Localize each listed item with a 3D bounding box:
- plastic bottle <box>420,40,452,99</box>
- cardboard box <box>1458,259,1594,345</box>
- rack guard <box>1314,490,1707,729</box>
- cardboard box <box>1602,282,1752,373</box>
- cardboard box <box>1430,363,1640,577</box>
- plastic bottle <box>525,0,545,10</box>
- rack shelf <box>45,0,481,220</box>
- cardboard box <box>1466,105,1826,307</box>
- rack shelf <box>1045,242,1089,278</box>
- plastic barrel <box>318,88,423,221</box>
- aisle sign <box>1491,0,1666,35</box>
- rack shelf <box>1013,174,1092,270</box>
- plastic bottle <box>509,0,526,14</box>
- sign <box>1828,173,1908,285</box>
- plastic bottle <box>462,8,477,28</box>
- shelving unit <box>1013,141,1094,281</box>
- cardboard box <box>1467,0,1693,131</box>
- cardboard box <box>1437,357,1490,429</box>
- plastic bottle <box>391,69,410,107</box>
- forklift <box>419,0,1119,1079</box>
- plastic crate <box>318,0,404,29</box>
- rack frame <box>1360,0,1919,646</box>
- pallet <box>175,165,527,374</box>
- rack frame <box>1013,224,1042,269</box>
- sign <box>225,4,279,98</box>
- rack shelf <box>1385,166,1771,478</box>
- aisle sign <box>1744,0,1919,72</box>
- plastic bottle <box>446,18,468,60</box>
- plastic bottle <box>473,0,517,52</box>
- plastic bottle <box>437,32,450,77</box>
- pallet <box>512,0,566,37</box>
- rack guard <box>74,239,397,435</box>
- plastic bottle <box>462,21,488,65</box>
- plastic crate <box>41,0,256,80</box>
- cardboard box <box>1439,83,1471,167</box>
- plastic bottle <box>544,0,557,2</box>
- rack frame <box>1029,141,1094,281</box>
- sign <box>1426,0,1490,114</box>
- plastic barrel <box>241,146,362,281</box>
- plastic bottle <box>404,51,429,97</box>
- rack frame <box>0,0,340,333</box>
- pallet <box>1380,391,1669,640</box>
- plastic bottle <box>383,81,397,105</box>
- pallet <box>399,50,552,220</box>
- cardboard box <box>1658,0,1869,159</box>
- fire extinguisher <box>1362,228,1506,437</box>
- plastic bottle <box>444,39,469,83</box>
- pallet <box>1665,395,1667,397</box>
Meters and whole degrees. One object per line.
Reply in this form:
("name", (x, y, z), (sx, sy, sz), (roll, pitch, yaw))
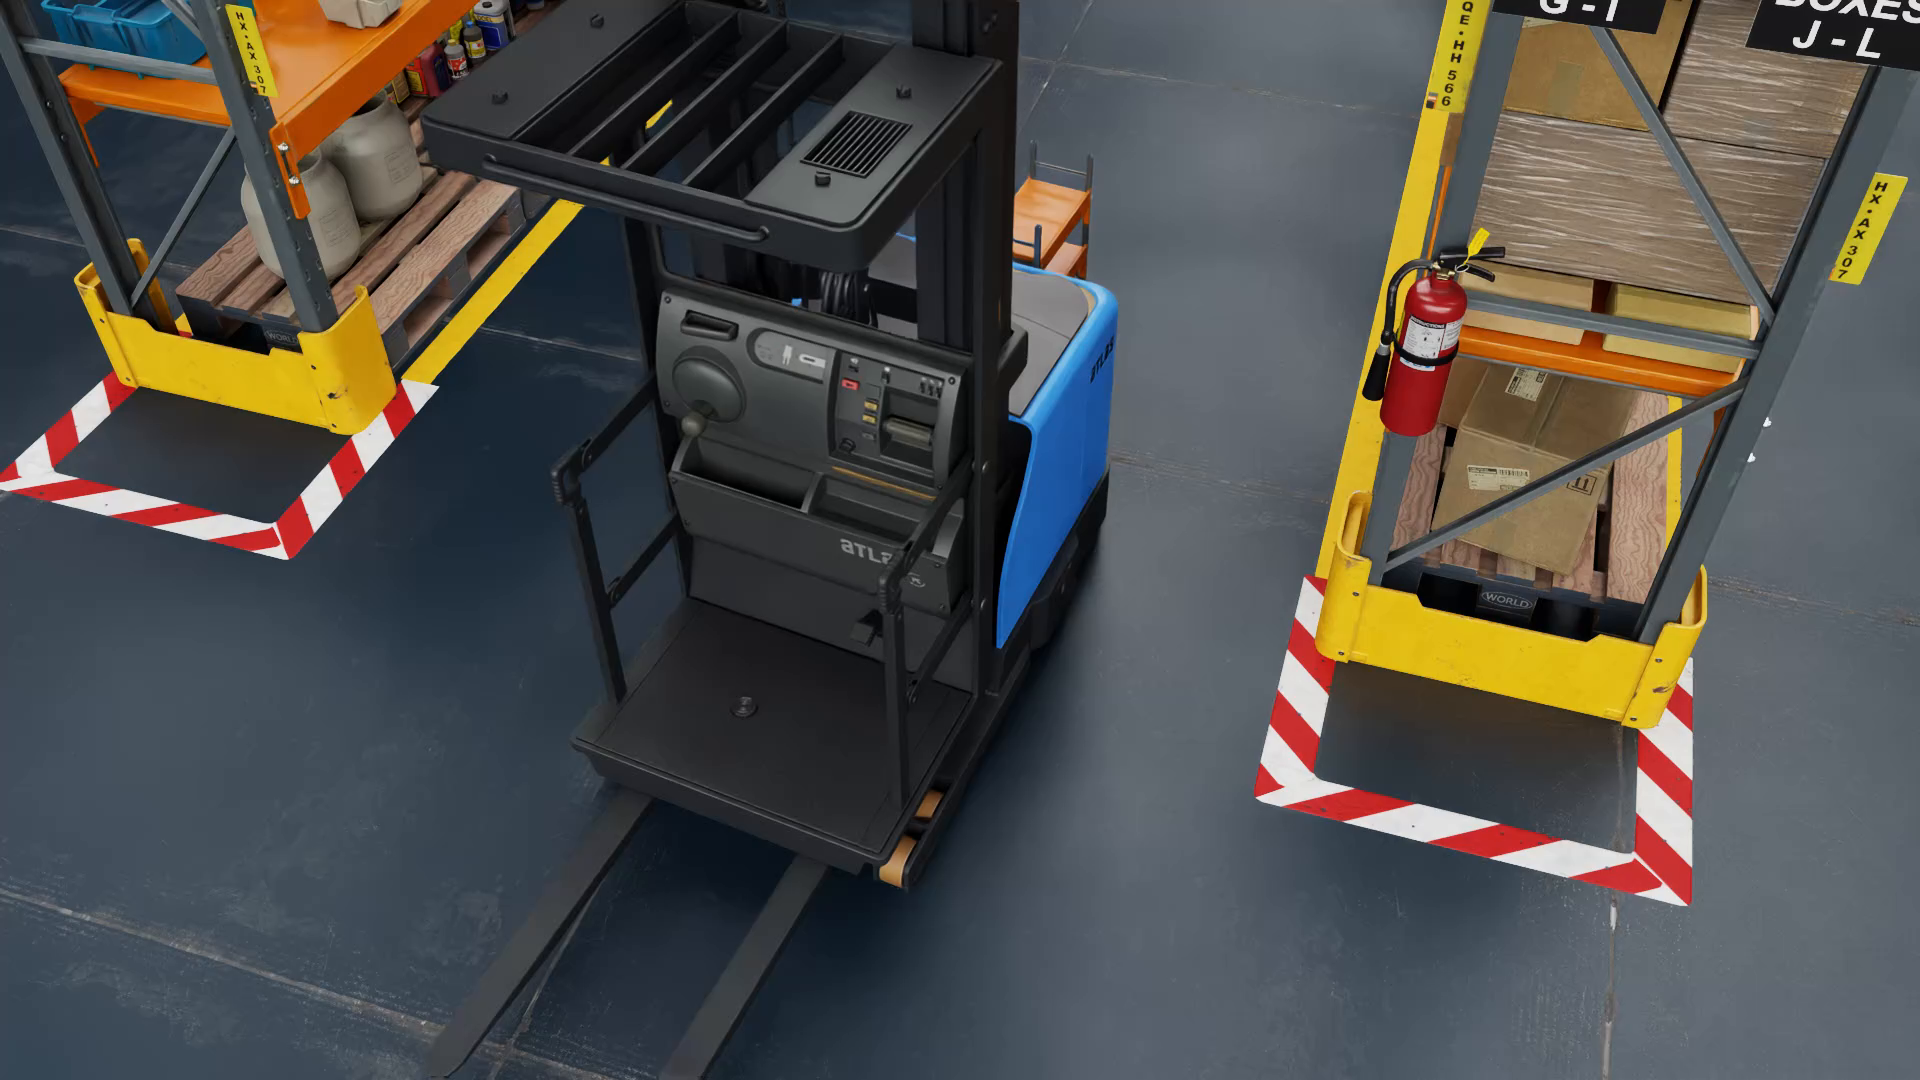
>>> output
("plastic bottle", (-2.556, -2.303, 8.086), (0.061, 0.283, 0.133), (13, 46, 13))
("cardboard box", (1.712, -0.754, 5.056), (0.380, 0.149, 0.250), (13, 46, 13))
("rack guard", (1.845, 0.232, 5.655), (1.175, 0.500, 0.348), (13, 46, 13))
("cardboard box", (2.136, -0.660, 4.960), (0.380, 0.149, 0.250), (13, 46, 13))
("cardboard box", (2.027, -0.280, 5.878), (0.500, 0.500, 0.500), (21, 48, 20))
("plastic bottle", (-2.256, -2.936, 8.741), (0.097, 0.271, 0.097), (0, 44, 0))
("rack shelf", (-2.293, -2.736, 7.415), (1.077, 0.370, 4.000), (13, 46, 13))
("cardboard box", (2.015, -1.113, 4.959), (0.875, 0.500, 0.500), (13, 46, 13))
("rack shelf", (0.265, -0.932, 6.121), (0.258, 0.148, 0.480), (17, 47, 17))
("plastic barrel", (-2.620, -1.709, 7.331), (0.421, 0.512, 0.421), (0, 44, 0))
("aisle sign", (1.517, -1.562, 3.843), (0.394, 0.787, 0.004), (13, 46, 13))
("rack shelf", (0.265, -1.101, 5.955), (0.258, 0.148, 0.480), (17, 47, 17))
("plastic bottle", (-2.384, -2.960, 8.710), (0.144, 0.351, 0.185), (11, 45, 11))
("sign", (2.339, -0.805, 4.309), (0.100, 0.325, 0.005), (13, 46, 13))
("plastic bottle", (-2.513, -2.677, 8.420), (0.144, 0.351, 0.185), (12, 46, 12))
("shelving unit", (0.265, -0.820, 6.230), (0.258, 1.200, 0.503), (17, 47, 17))
("cardboard box", (1.753, -1.529, 4.669), (0.500, 0.500, 0.500), (13, 46, 13))
("cardboard box", (2.176, -0.686, 6.293), (0.500, 0.500, 0.500), (24, 49, 23))
("plastic bottle", (-2.742, -2.245, 8.027), (0.061, 0.283, 0.133), (14, 46, 13))
("forklift", (-0.518, -0.325, 4.486), (1.130, 2.935, 3.031), (17, 47, 17))
("plastic crate", (-2.321, -2.094, 6.433), (0.298, 0.136, 0.250), (13, 46, 13))
("rack frame", (1.822, -0.611, 4.729), (1.000, 3.000, 0.127), (13, 46, 13))
("pallet", (-2.669, -1.264, 7.391), (1.003, 0.211, 1.213), (13, 46, 13))
("rack frame", (0.165, -0.664, 6.071), (0.240, 1.200, 0.015), (17, 47, 17))
("sign", (-2.375, -1.639, 5.582), (0.100, 0.325, 0.005), (13, 46, 13))
("rack shelf", (2.428, -1.687, 6.343), (1.077, 0.370, 4.000), (13, 46, 13))
("aisle sign", (2.089, -1.435, 3.713), (0.394, 0.787, 0.004), (13, 46, 13))
("plastic bottle", (-2.569, -2.553, 8.294), (0.144, 0.351, 0.185), (14, 46, 14))
("plastic bottle", (-2.364, -2.636, 8.432), (0.152, 0.276, 0.135), (13, 46, 13))
("plastic bottle", (-2.615, -2.415, 8.206), (0.152, 0.276, 0.135), (11, 46, 11))
("pallet", (-1.930, -2.890, 9.053), (1.003, 0.211, 1.213), (13, 46, 13))
("rack guard", (-2.920, -0.827, 6.737), (1.175, 0.500, 0.348), (13, 46, 13))
("plastic bottle", (-2.441, -2.503, 8.350), (0.097, 0.201, 0.097), (0, 44, 0))
("plastic crate", (-3.032, -2.003, 6.259), (0.499, 0.251, 0.616), (13, 46, 13))
("cardboard box", (2.052, -1.472, 5.325), (0.875, 0.500, 0.500), (13, 46, 13))
("plastic bottle", (-2.189, -3.056, 8.807), (0.144, 0.351, 0.185), (13, 46, 13))
("rack frame", (0.365, -0.976, 6.389), (0.240, 1.200, 0.015), (17, 47, 17))
("sign", (1.299, -1.268, 4.348), (0.100, 0.325, 0.005), (13, 46, 13))
("plastic barrel", (-2.772, -1.375, 6.989), (0.421, 0.512, 0.421), (0, 44, 0))
("plastic bottle", (-2.657, -2.323, 8.112), (0.152, 0.276, 0.135), (13, 46, 13))
("rack frame", (-2.898, -1.660, 5.801), (1.000, 3.000, 0.127), (13, 46, 13))
("pallet", (2.125, -0.199, 6.302), (1.003, 0.211, 1.213), (13, 46, 13))
("plastic bottle", (-2.760, -2.134, 7.972), (0.097, 0.201, 0.097), (0, 44, 0))
("pallet", (-2.298, -2.074, 8.219), (1.003, 0.211, 1.213), (13, 46, 13))
("cardboard box", (2.248, -1.419, 4.556), (0.500, 0.500, 0.500), (13, 46, 13))
("fire extinguisher", (1.348, -0.604, 4.778), (0.296, 0.674, 0.183), (13, 46, 13))
("plastic bottle", (-2.491, -2.374, 8.218), (0.097, 0.201, 0.097), (0, 44, 0))
("pallet", (2.496, -1.009, 7.130), (1.003, 0.211, 1.213), (13, 46, 13))
